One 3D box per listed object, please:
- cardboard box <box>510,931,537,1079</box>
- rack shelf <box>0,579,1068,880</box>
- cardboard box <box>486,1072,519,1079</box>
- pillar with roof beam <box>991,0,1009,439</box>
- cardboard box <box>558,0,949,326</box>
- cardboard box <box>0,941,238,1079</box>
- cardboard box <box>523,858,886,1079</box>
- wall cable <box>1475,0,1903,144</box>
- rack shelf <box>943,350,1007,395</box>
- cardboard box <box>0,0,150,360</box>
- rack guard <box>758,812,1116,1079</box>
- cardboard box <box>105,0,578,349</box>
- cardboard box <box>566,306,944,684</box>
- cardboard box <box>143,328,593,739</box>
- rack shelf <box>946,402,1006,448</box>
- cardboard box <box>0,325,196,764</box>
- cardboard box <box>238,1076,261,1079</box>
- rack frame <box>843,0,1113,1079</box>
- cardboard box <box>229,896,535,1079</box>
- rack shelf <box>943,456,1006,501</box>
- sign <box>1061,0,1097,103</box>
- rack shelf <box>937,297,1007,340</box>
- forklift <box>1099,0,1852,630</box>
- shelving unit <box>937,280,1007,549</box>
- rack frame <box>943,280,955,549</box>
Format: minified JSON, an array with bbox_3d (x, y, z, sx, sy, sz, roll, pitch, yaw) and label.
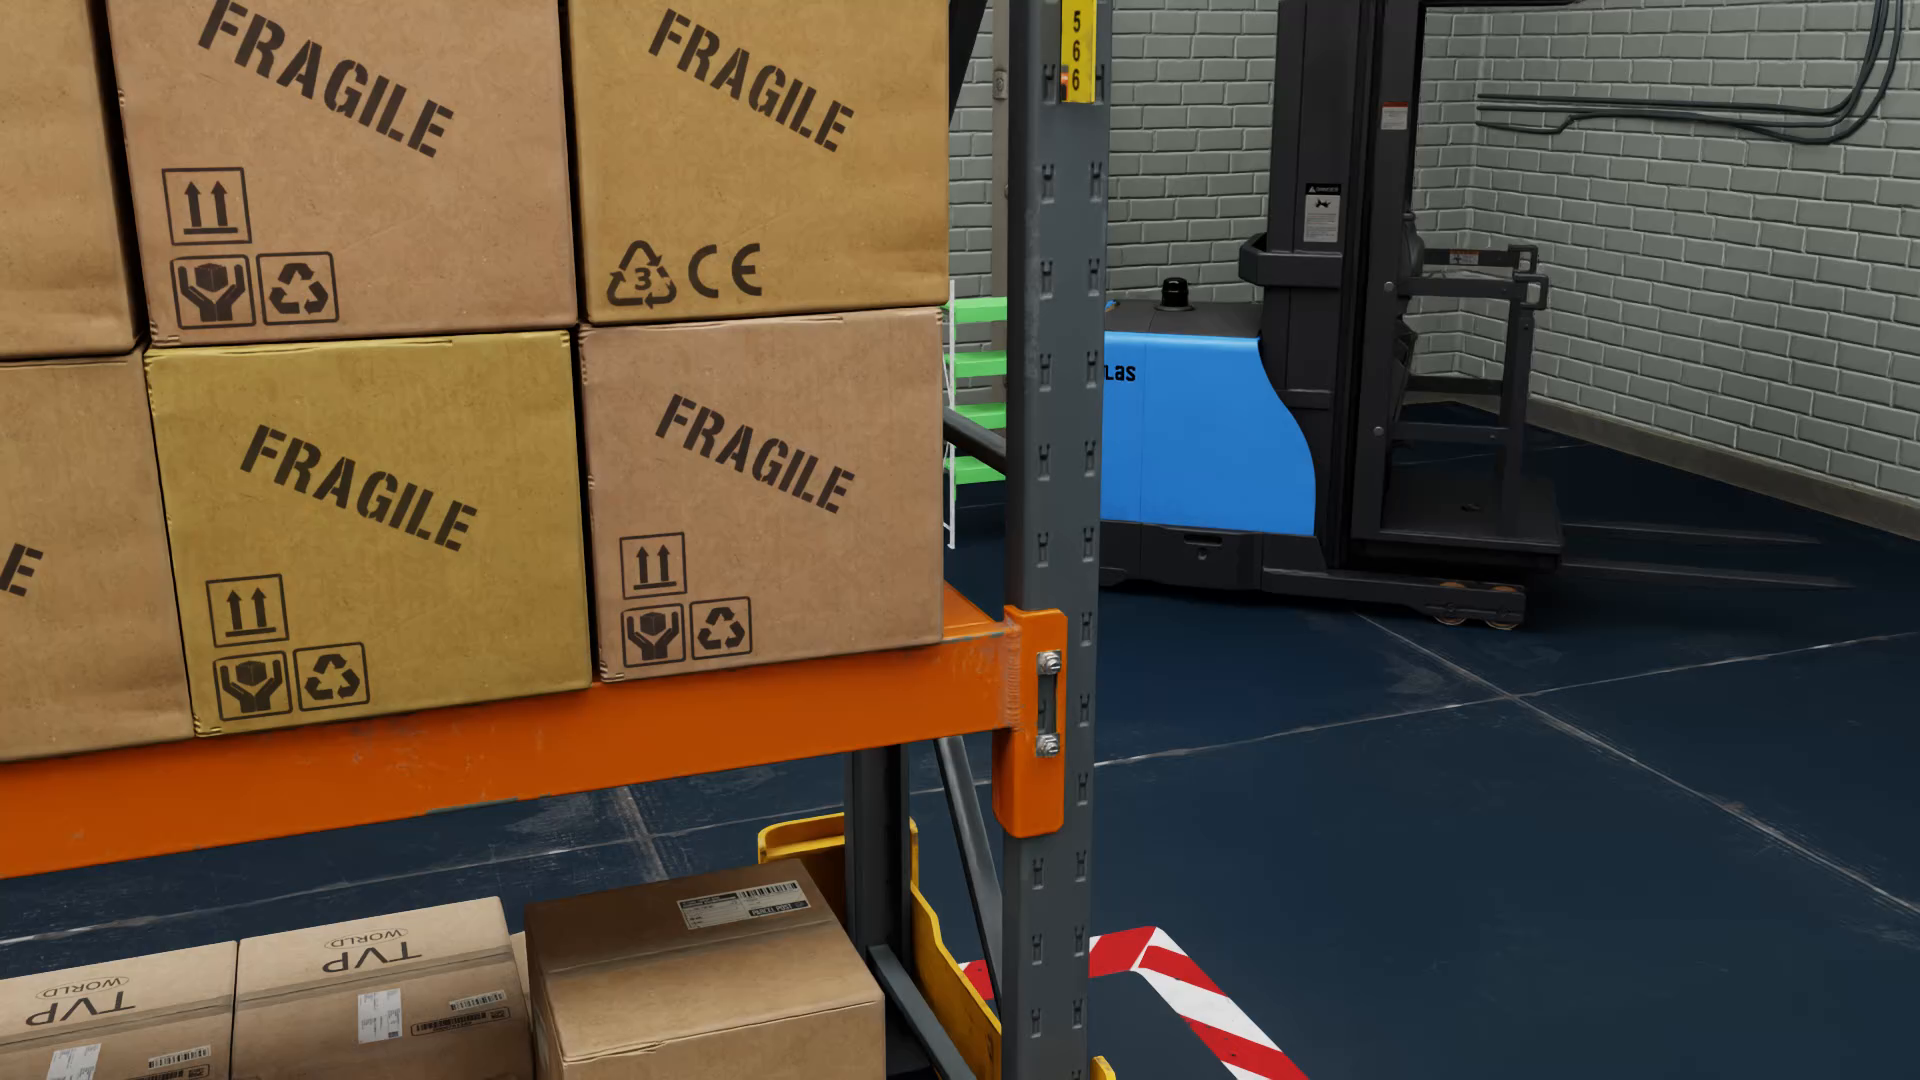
[{"bbox_3d":[-0.767,0.929,3.358,0.250,0.166,0.380,-6,17,-20],"label":"cardboard box"},{"bbox_3d":[-1.887,0.351,2.357,4.000,0.370,1.077,-6,17,-20],"label":"rack shelf"},{"bbox_3d":[-0.849,1.089,2.814,0.250,0.166,0.380,-6,17,-20],"label":"cardboard box"},{"bbox_3d":[1.957,-3.745,4.379,0.400,9.000,9.100,-6,17,-20],"label":"pillar with roof beam"},{"bbox_3d":[-0.337,-0.607,2.388,0.500,0.500,0.500,-6,18,-21],"label":"cardboard box"},{"bbox_3d":[-1.562,0.993,2.992,0.500,0.250,0.500,-6,17,-20],"label":"cardboard box"},{"bbox_3d":[-0.439,0.912,2.825,0.500,0.500,0.500,-6,17,-20],"label":"cardboard box"},{"bbox_3d":[3.614,-3.364,8.593,0.112,2.526,3.097,-6,17,-20],"label":"wall cable"},{"bbox_3d":[0.155,-0.761,7.436,0.480,0.148,0.258,-6,17,-20],"label":"rack shelf"},{"bbox_3d":[-1.291,-0.502,2.032,0.500,0.500,0.500,-6,17,-19],"label":"cardboard box"},{"bbox_3d":[-0.090,1.011,3.269,0.348,0.500,1.175,-6,17,-20],"label":"rack guard"},{"bbox_3d":[-0.808,-0.556,2.214,0.500,0.500,0.500,-6,17,-19],"label":"cardboard box"},{"bbox_3d":[-0.340,-0.127,2.531,0.500,0.500,0.500,-6,17,-18],"label":"cardboard box"},{"bbox_3d":[-0.823,-0.074,2.350,0.500,0.500,0.500,-6,17,-20],"label":"cardboard box"},{"bbox_3d":[0.155,-0.531,7.504,0.480,0.148,0.258,-6,17,-20],"label":"rack shelf"},{"bbox_3d":[-1.291,-0.025,2.183,0.500,0.500,0.500,-6,17,-20],"label":"cardboard box"},{"bbox_3d":[-1.337,1.120,2.561,0.500,0.250,0.500,-6,17,-20],"label":"cardboard box"},{"bbox_3d":[-0.019,-0.196,2.943,0.127,3.000,1.000,-6,17,-20],"label":"rack frame"},{"bbox_3d":[-1.096,0.943,3.164,0.500,0.250,0.500,-6,17,-20],"label":"cardboard box"},{"bbox_3d":[0.155,-0.301,7.572,0.480,0.148,0.258,-6,17,-20],"label":"rack shelf"},{"bbox_3d":[0.160,-0.755,2.231,0.005,0.325,0.100,-6,17,-20],"label":"sign"},{"bbox_3d":[0.155,-0.992,7.369,0.480,0.148,0.258,-6,17,-20],"label":"rack shelf"},{"bbox_3d":[1.970,-1.226,6.572,3.031,2.935,1.130,5,17,16],"label":"forklift"},{"bbox_3d":[0.155,-0.592,7.486,0.503,1.200,0.258,-6,17,-20],"label":"shelving unit"},{"bbox_3d":[-0.073,-0.568,7.402,0.015,1.200,0.240,-6,17,-20],"label":"rack frame"}]
